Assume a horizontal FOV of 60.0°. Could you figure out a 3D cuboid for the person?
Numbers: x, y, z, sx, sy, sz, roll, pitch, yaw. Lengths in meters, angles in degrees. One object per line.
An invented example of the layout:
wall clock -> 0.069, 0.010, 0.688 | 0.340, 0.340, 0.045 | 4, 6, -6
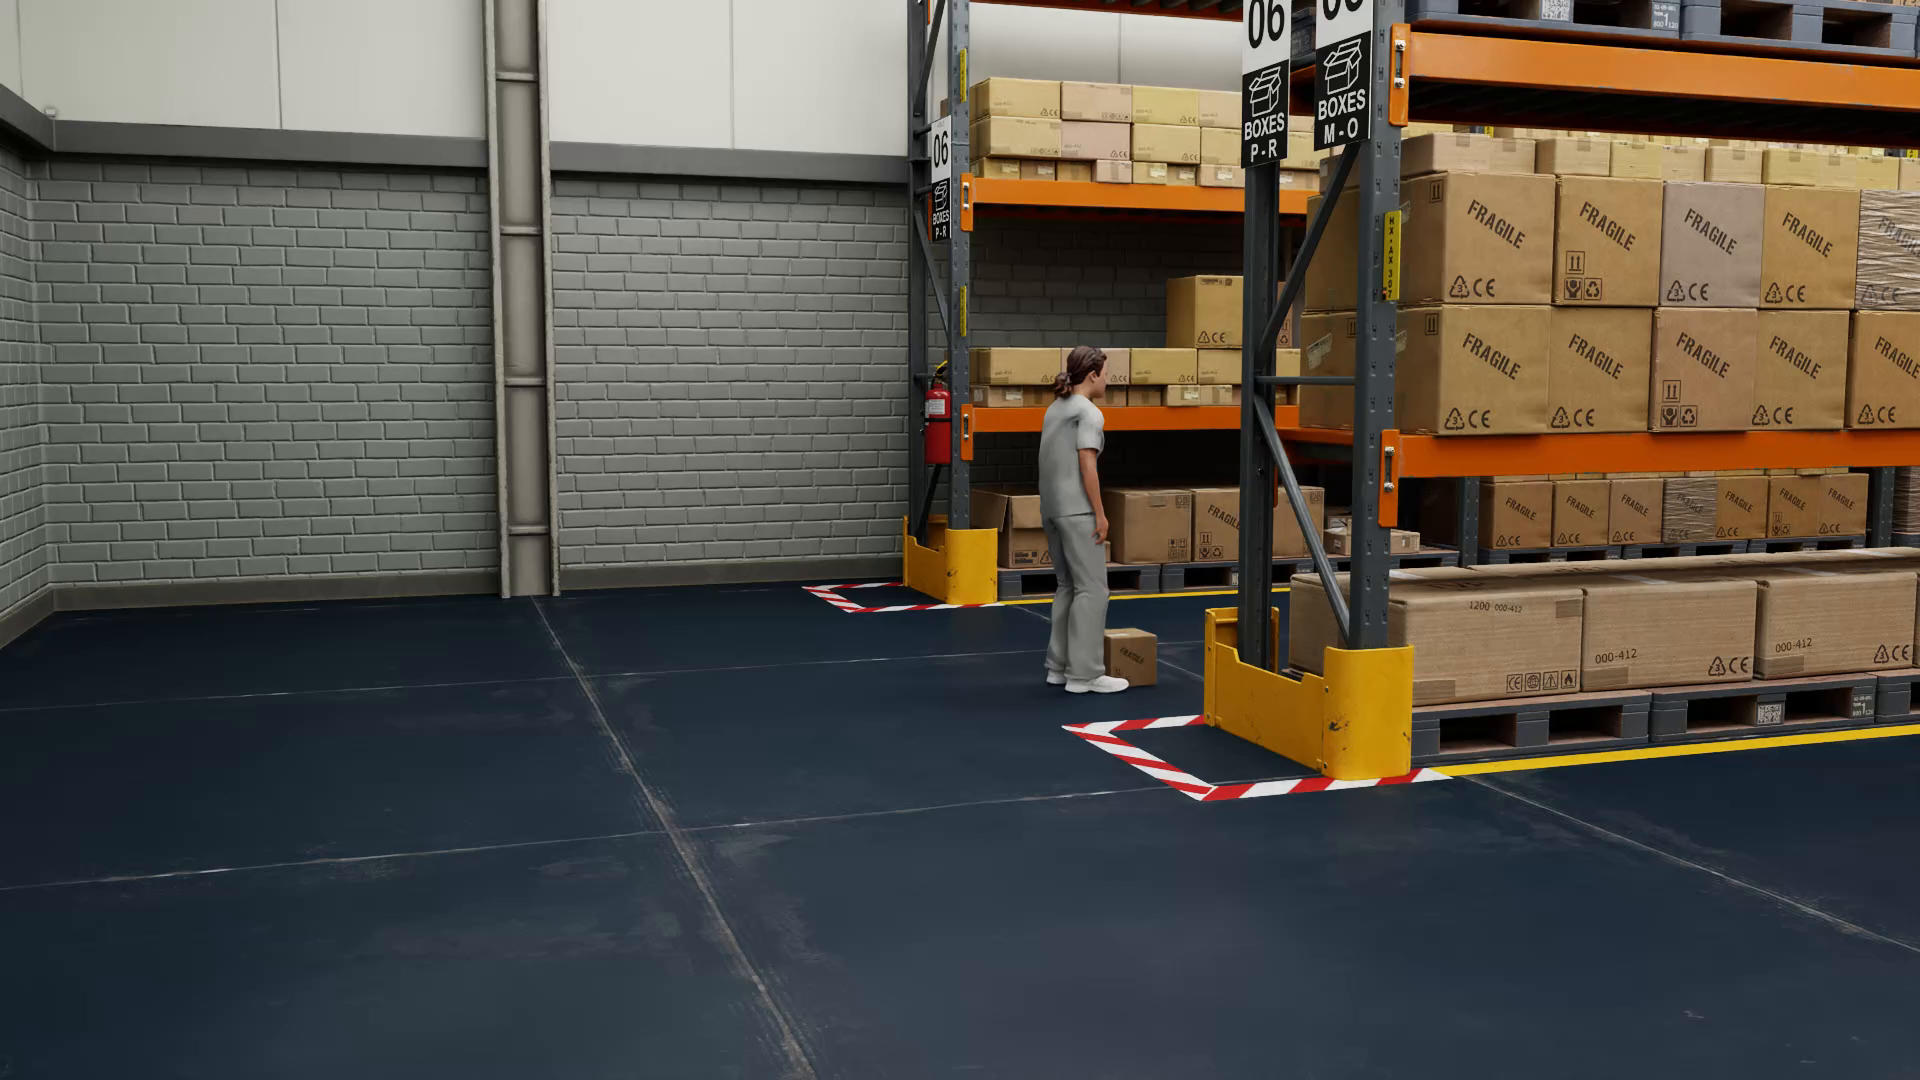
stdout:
person -> 0.580, -0.111, 8.123 | 0.364, 1.671, 0.501 | -2, 6, -22
